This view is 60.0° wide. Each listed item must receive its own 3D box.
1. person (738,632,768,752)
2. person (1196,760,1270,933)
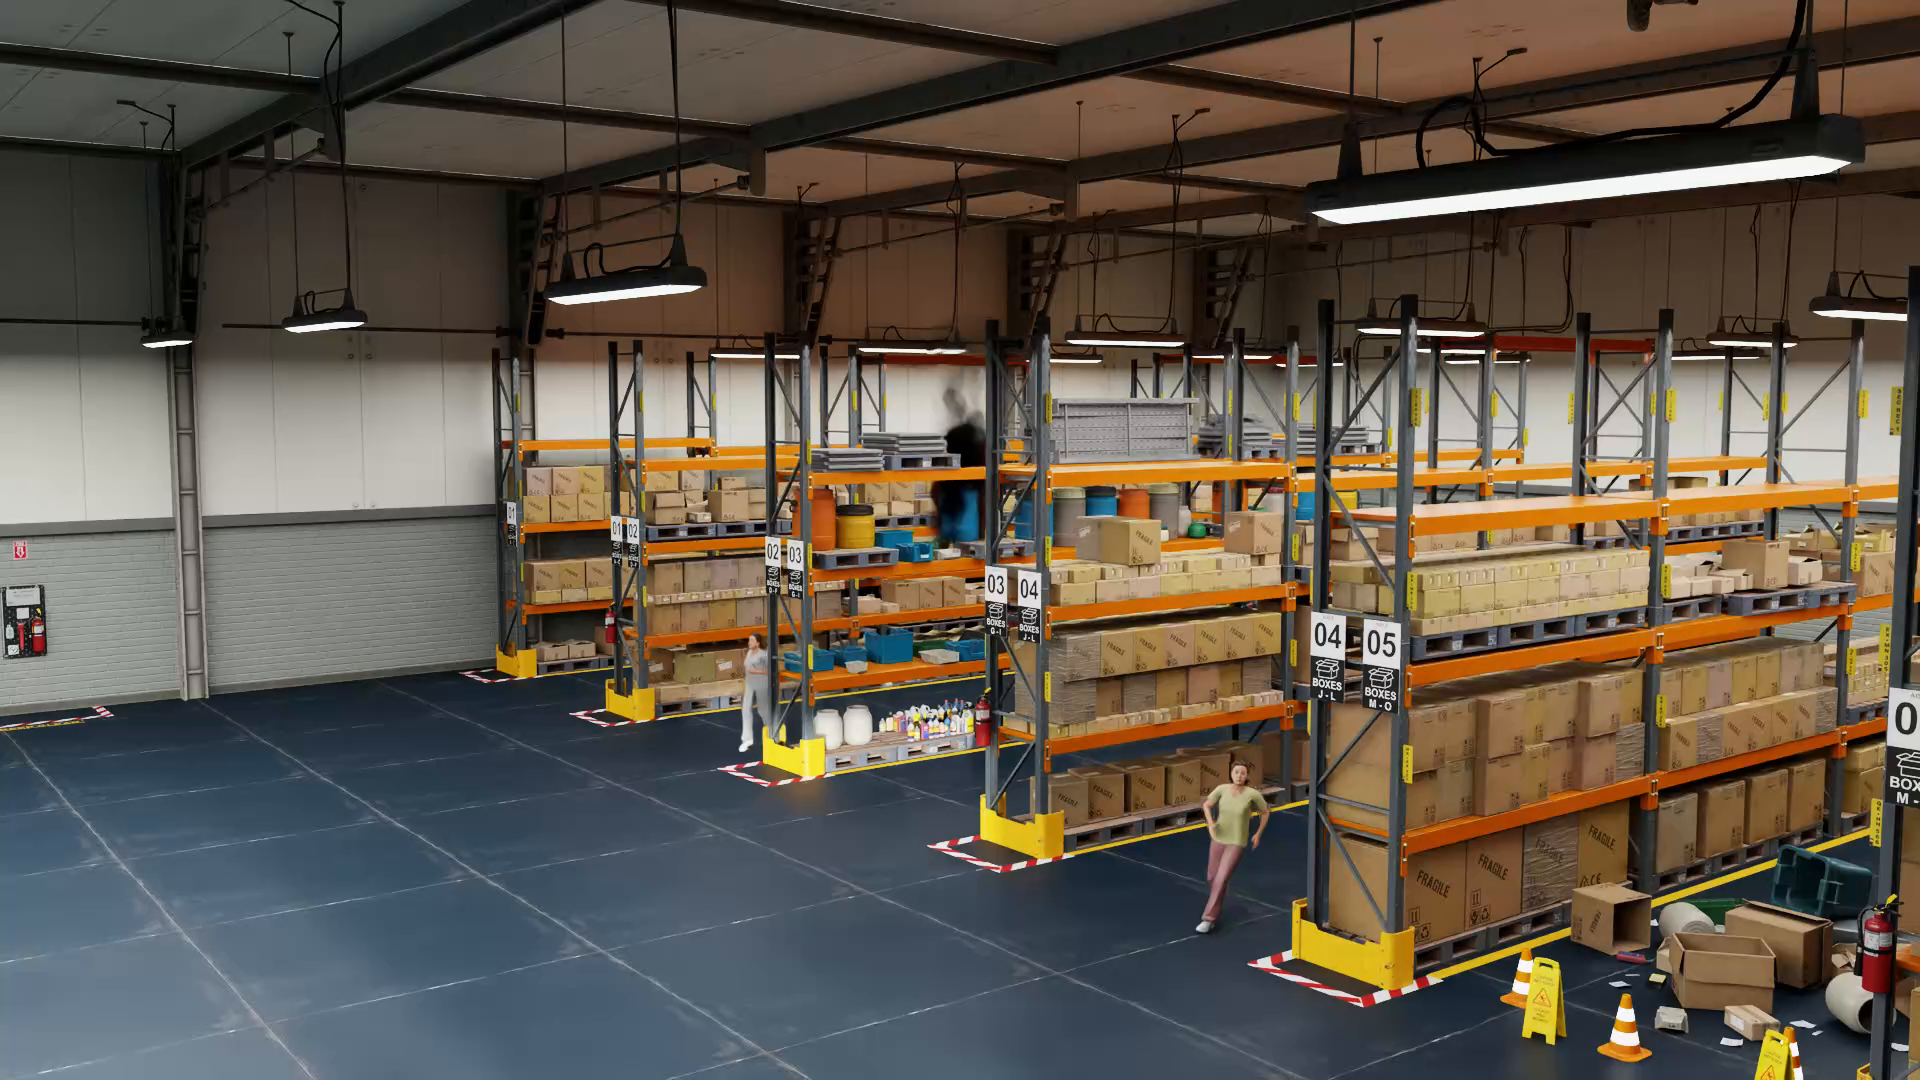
[{"bbox_3d":[-2.947,2.192,24.355,0.527,1.701,0.880,3,6,28],"label":"person"},{"bbox_3d":[2.647,2.930,16.122,0.635,1.622,0.887,2,6,24],"label":"person"}]
